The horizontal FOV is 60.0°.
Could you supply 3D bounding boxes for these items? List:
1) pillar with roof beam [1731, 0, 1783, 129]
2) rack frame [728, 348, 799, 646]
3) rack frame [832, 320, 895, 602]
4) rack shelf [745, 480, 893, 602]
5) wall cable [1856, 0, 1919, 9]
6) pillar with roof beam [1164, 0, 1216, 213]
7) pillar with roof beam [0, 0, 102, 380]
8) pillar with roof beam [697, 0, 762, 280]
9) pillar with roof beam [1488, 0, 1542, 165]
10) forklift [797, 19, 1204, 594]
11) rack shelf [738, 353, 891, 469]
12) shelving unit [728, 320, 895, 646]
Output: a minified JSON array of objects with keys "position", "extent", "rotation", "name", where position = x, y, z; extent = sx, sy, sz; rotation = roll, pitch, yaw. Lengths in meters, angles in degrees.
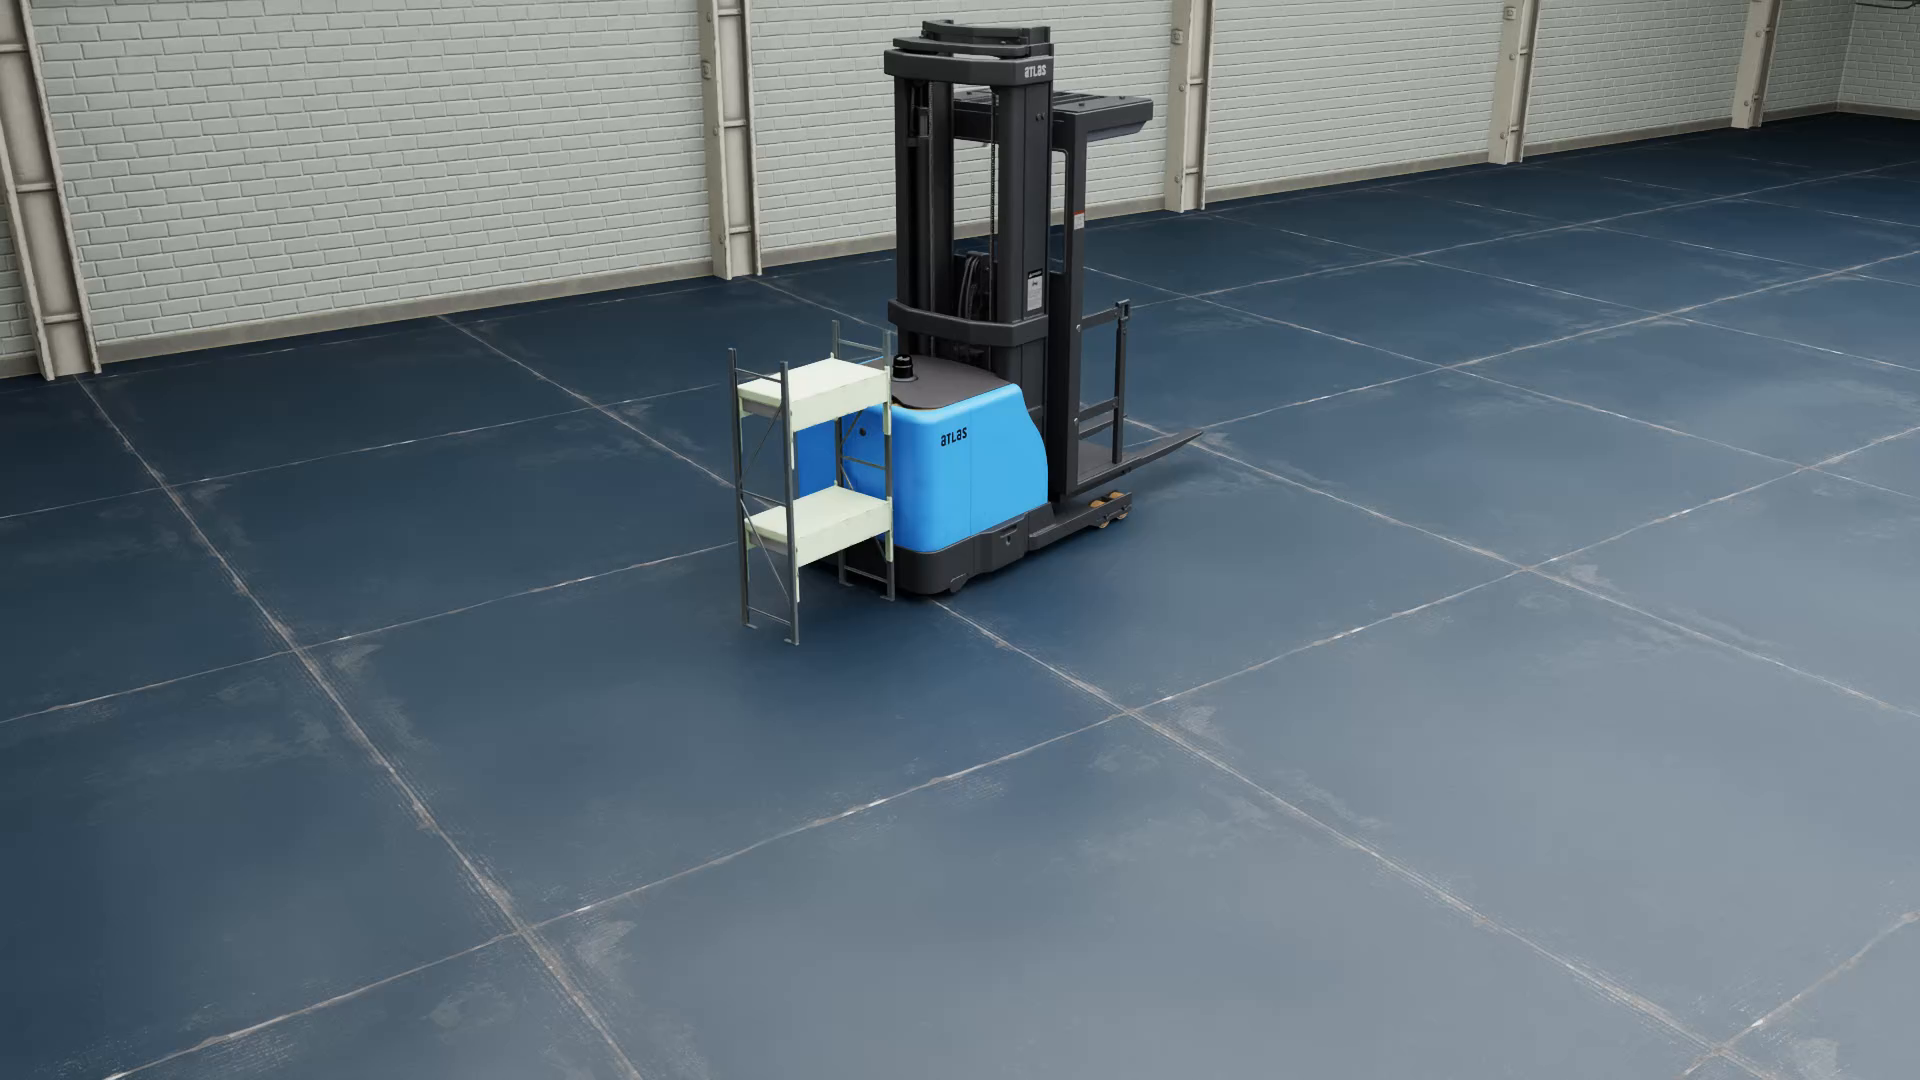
[{"position":[14.914,-9.417,21.353],"extent":[0.400,9.000,9.100],"rotation":[-15,26,-33],"name":"pillar with roof beam"},{"position":[-0.987,-0.204,8.383],"extent":[0.400,1.500,0.023],"rotation":[17,28,37],"name":"rack frame"},{"position":[-0.515,-0.411,8.903],"extent":[0.400,1.500,0.023],"rotation":[17,28,37],"name":"rack frame"},{"position":[-0.751,-0.005,8.764],"extent":[0.431,0.370,0.720],"rotation":[17,28,37],"name":"rack shelf"},{"position":[15.564,-9.509,25.775],"extent":[0.112,2.526,3.097],"rotation":[-15,26,-33],"name":"wall cable"},{"position":[5.173,-6.819,14.844],"extent":[0.400,9.000,9.100],"rotation":[-15,26,-33],"name":"pillar with roof beam"},{"position":[-4.568,-4.222,8.335],"extent":[0.400,9.000,9.100],"rotation":[-15,26,-33],"name":"pillar with roof beam"},{"position":[0.303,-5.521,11.589],"extent":[0.400,9.000,9.100],"rotation":[-15,26,-33],"name":"pillar with roof beam"},{"position":[10.044,-8.118,18.098],"extent":[0.400,9.000,9.100],"rotation":[-15,26,-33],"name":"pillar with roof beam"},{"position":[0.405,-1.540,9.800],"extent":[1.130,2.935,3.031],"rotation":[17,28,37],"name":"forklift"},{"position":[-0.751,-0.670,8.498],"extent":[0.431,0.370,0.720],"rotation":[17,28,37],"name":"rack shelf"},{"position":[-0.751,-0.307,8.643],"extent":[0.431,1.500,0.755],"rotation":[17,28,37],"name":"shelving unit"}]
